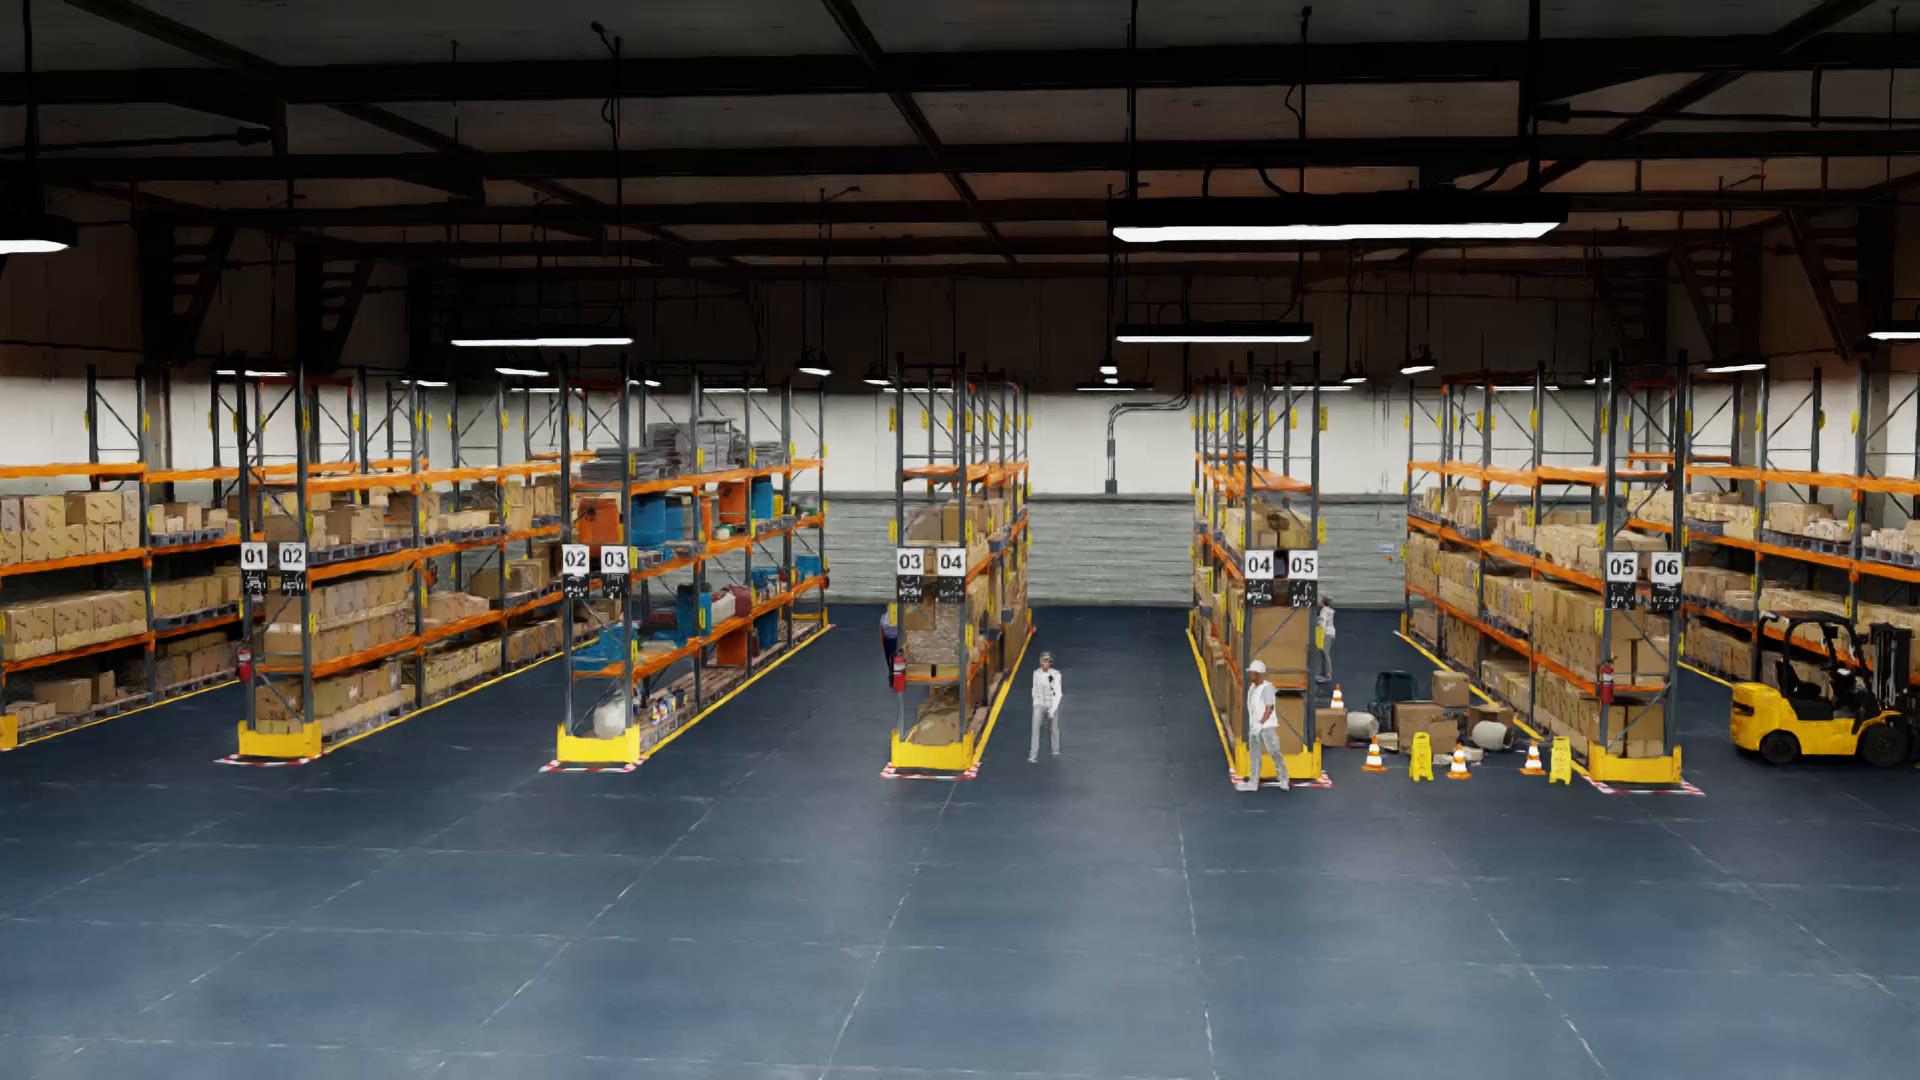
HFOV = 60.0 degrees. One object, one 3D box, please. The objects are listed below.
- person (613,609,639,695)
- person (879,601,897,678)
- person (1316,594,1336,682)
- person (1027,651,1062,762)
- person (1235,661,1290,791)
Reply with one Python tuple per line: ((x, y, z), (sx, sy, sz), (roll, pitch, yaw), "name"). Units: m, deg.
((-6.064, 2.051, 30.264), (0.580, 1.618, 0.507), (0, 4, 4), "person")
((-1.310, 1.943, 31.853), (0.479, 1.567, 1.090), (1, 4, 8), "person")
((7.003, 1.879, 32.029), (0.463, 1.677, 0.524), (3, 5, 36), "person")
((1.279, 2.430, 24.558), (0.482, 1.621, 0.997), (1, 4, 14), "person")
((4.113, 2.521, 22.524), (0.715, 1.781, 0.570), (-2, 4, -22), "person")
